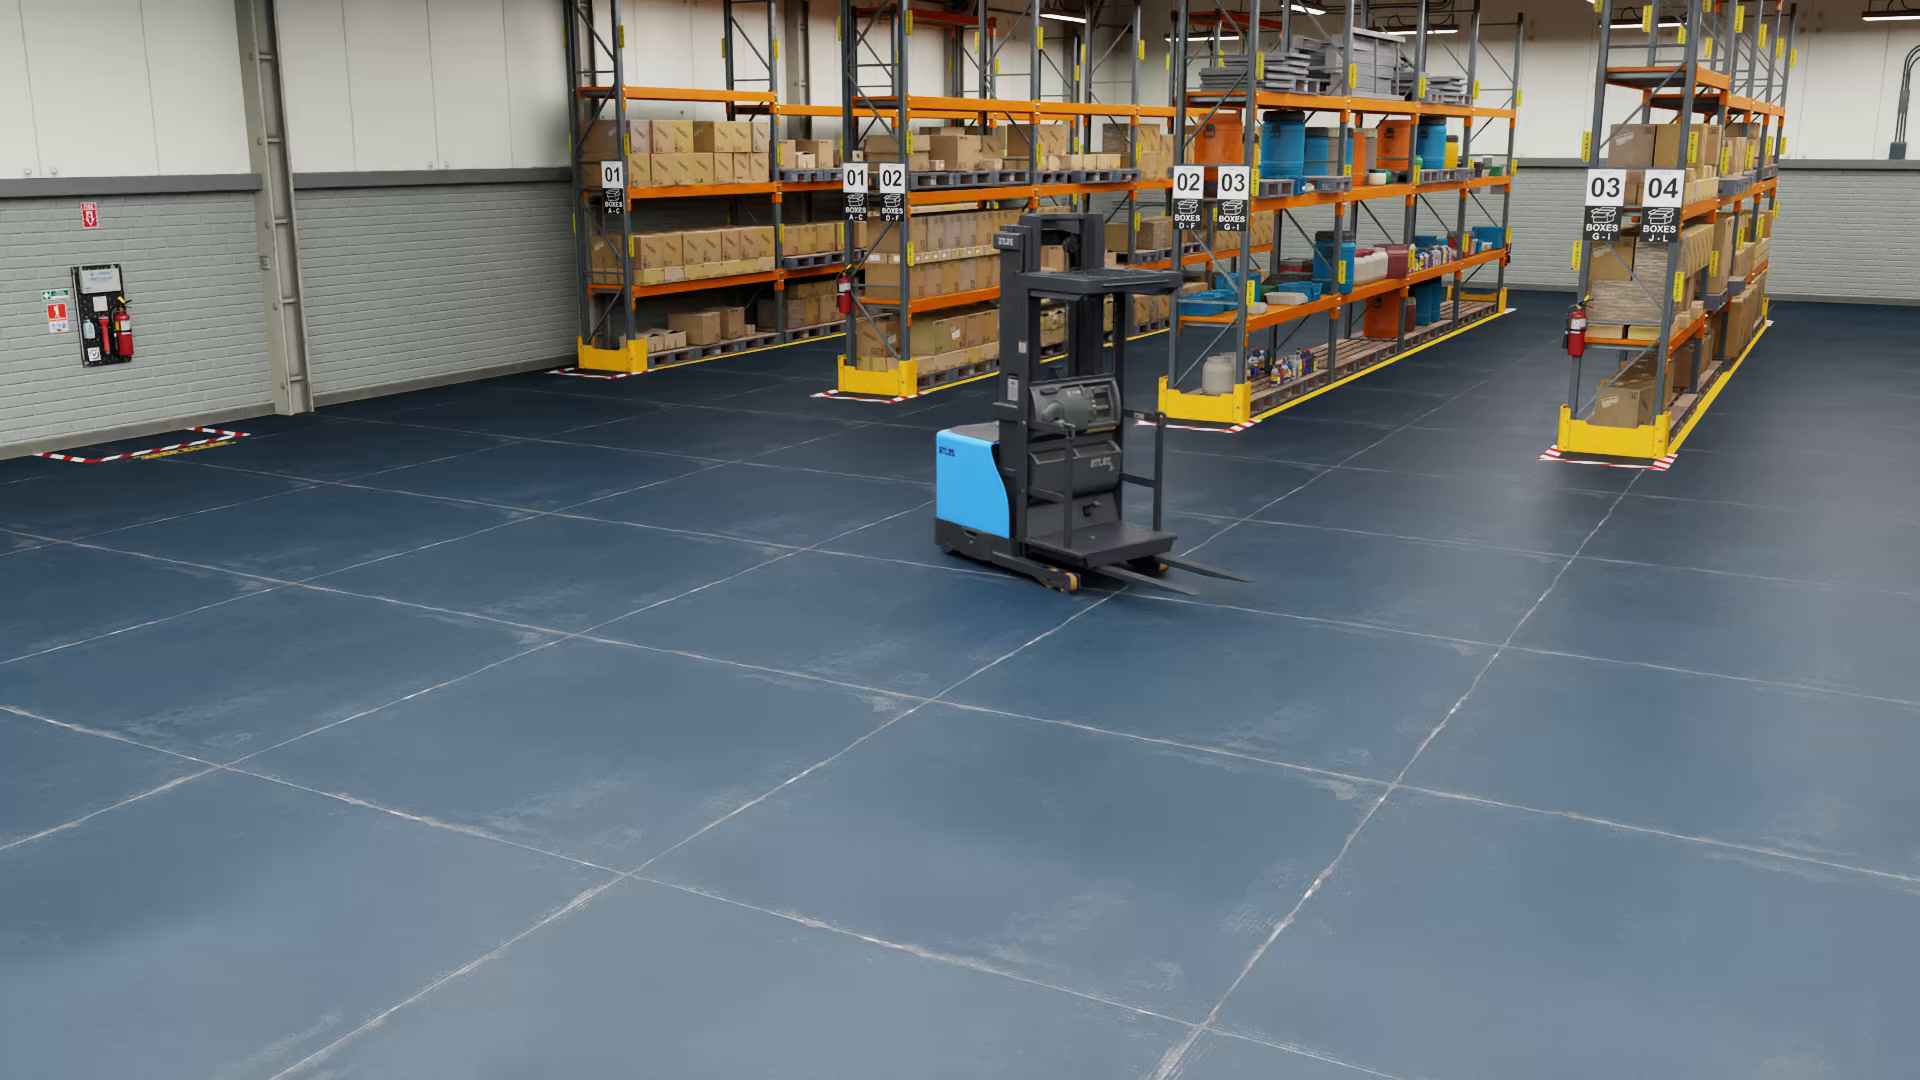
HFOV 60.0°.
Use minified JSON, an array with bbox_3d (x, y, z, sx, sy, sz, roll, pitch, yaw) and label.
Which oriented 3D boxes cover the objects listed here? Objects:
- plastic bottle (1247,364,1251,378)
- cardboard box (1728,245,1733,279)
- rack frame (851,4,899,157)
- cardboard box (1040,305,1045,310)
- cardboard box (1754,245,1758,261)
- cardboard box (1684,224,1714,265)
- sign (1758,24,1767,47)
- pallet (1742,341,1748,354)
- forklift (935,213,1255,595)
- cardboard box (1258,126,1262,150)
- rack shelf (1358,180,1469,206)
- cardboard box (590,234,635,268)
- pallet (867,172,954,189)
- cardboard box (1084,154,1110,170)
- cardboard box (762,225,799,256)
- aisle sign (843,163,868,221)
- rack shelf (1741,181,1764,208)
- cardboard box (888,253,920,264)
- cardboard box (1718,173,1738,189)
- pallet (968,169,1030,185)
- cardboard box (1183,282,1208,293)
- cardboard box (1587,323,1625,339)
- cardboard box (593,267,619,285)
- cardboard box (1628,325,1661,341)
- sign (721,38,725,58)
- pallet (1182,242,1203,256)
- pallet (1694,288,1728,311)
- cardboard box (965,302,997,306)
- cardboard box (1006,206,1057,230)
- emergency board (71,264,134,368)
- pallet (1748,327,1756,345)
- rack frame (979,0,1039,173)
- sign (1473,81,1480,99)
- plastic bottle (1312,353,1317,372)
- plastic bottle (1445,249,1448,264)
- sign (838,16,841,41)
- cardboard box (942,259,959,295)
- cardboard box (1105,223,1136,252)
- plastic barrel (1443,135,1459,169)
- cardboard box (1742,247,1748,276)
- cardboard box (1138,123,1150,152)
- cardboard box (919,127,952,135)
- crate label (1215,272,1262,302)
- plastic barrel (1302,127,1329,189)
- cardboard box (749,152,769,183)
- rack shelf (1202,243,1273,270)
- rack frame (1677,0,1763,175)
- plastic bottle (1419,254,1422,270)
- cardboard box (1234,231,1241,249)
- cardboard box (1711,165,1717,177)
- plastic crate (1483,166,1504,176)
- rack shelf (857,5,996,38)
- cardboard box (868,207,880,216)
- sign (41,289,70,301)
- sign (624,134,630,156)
[{"bbox_3d":[4.084,-2.404,23.638,0.097,0.201,0.097,0,14,0],"label":"plastic bottle"},{"bbox_3d":[10.958,-4.109,24.569,0.700,0.500,0.500,10,17,36],"label":"cardboard box"},{"bbox_3d":[-1.642,-8.698,31.910,1.000,3.000,0.127,7,15,28],"label":"rack frame"},{"bbox_3d":[1.197,-3.865,28.441,0.500,0.311,0.500,7,15,28],"label":"cardboard box"},{"bbox_3d":[13.757,-5.057,29.293,0.500,0.250,0.500,7,15,27],"label":"cardboard box"},{"bbox_3d":[9.456,-3.833,21.550,0.500,0.500,0.500,7,15,28],"label":"cardboard box"},{"bbox_3d":[11.846,-7.447,24.561,0.100,0.325,0.005,7,15,28],"label":"sign"},{"bbox_3d":[12.993,-3.396,28.669,1.003,0.211,1.213,7,15,28],"label":"pallet"},{"bbox_3d":[1.081,-1.128,13.459,1.130,2.935,3.031,-10,17,-37],"label":"forklift"},{"bbox_3d":[6.330,-8.748,36.171,0.700,0.500,0.500,7,15,28],"label":"cardboard box"},{"bbox_3d":[7.998,-6.178,29.392,1.077,0.370,4.000,7,15,28],"label":"rack shelf"},{"bbox_3d":[-5.467,-4.562,26.234,0.500,0.500,0.500,7,15,27],"label":"cardboard box"},{"bbox_3d":[-0.806,-5.137,23.729,1.003,0.211,1.213,7,15,28],"label":"pallet"},{"bbox_3d":[2.289,-6.601,29.038,0.500,0.250,0.500,8,16,30],"label":"cardboard box"},{"bbox_3d":[-3.299,-5.324,29.563,0.700,0.500,0.500,7,15,28],"label":"cardboard box"},{"bbox_3d":[-1.460,-4.863,23.258,0.394,0.787,0.004,7,15,28],"label":"aisle sign"},{"bbox_3d":[12.334,-5.616,27.065,1.077,0.370,4.000,7,15,28],"label":"rack shelf"},{"bbox_3d":[-0.792,-3.999,23.626,0.380,0.149,0.250,7,15,28],"label":"cardboard box"},{"bbox_3d":[10.878,-5.152,23.921,0.500,0.250,0.500,8,16,30],"label":"cardboard box"},{"bbox_3d":[0.373,-5.637,25.805,1.003,0.211,1.213,7,15,28],"label":"pallet"},{"bbox_3d":[4.643,-4.906,33.379,0.500,0.500,0.500,7,15,28],"label":"cardboard box"},{"bbox_3d":[7.456,-2.416,19.191,0.380,0.149,0.250,7,15,28],"label":"cardboard box"},{"bbox_3d":[-5.453,-4.195,26.310,0.500,0.250,0.500,8,16,29],"label":"cardboard box"},{"bbox_3d":[7.846,-2.366,18.982,0.380,0.149,0.250,7,15,28],"label":"cardboard box"},{"bbox_3d":[-4.064,-8.470,28.634,0.100,0.325,0.005,7,15,28],"label":"sign"},{"bbox_3d":[4.149,-5.796,33.086,1.003,0.211,1.213,7,15,28],"label":"pallet"},{"bbox_3d":[9.930,-3.324,22.830,1.003,0.211,1.213,7,15,28],"label":"pallet"},{"bbox_3d":[0.265,-3.572,26.822,0.500,0.500,0.500,7,15,28],"label":"cardboard box"},{"bbox_3d":[1.646,-7.312,38.323,0.980,0.700,0.700,7,15,28],"label":"cardboard box"},{"bbox_3d":[-10.056,-2.648,19.617,0.194,1.169,0.643,7,15,28],"label":"emergency board"},{"bbox_3d":[13.737,-3.710,29.971,1.003,0.211,1.213,7,15,28],"label":"pallet"},{"bbox_3d":[0.763,-7.317,26.181,1.000,3.000,0.127,7,15,28],"label":"rack frame"},{"bbox_3d":[9.445,-8.232,30.423,0.100,0.325,0.005,7,15,28],"label":"sign"},{"bbox_3d":[5.154,-2.595,24.256,0.061,0.283,0.133,8,16,31],"label":"plastic bottle"},{"bbox_3d":[8.880,-5.227,30.578,0.152,0.276,0.135,7,15,28],"label":"plastic bottle"},{"bbox_3d":[-1.639,-7.053,22.926,0.100,0.325,0.005,7,15,28],"label":"sign"},{"bbox_3d":[-0.439,-3.932,24.729,0.700,0.500,0.500,7,15,28],"label":"cardboard box"},{"bbox_3d":[2.902,-5.615,30.817,0.700,0.500,0.500,2,14,9],"label":"cardboard box"},{"bbox_3d":[8.701,-7.023,30.067,0.600,0.588,0.600,0,14,0],"label":"plastic barrel"},{"bbox_3d":[12.575,-4.529,27.206,0.500,0.500,0.500,7,15,28],"label":"cardboard box"},{"bbox_3d":[3.160,-7.407,30.610,0.500,0.500,0.500,7,15,28],"label":"cardboard box"},{"bbox_3d":[-0.502,-8.406,34.351,0.500,0.250,0.500,7,15,26],"label":"cardboard box"},{"bbox_3d":[3.817,-3.443,22.839,0.502,0.435,0.616,7,15,28],"label":"crate label"},{"bbox_3d":[5.153,-5.669,24.678,0.600,0.901,0.708,7,15,28],"label":"plastic barrel"},{"bbox_3d":[-3.604,-6.345,28.296,0.500,0.500,0.500,8,16,30],"label":"cardboard box"},{"bbox_3d":[5.597,-6.102,35.479,1.077,0.370,4.000,7,15,28],"label":"rack shelf"},{"bbox_3d":[11.367,-7.014,24.927,1.000,3.000,0.127,7,15,28],"label":"rack frame"},{"bbox_3d":[8.003,-4.839,28.978,0.097,0.271,0.097,0,14,0],"label":"plastic bottle"},{"bbox_3d":[5.604,-6.371,34.849,0.500,0.500,0.500,7,15,28],"label":"cardboard box"},{"bbox_3d":[9.529,-4.757,21.433,0.380,0.149,0.250,8,16,30],"label":"cardboard box"},{"bbox_3d":[10.672,-7.421,33.465,0.450,0.188,0.336,7,15,28],"label":"plastic crate"},{"bbox_3d":[-0.675,-10.374,33.307,1.077,0.370,4.000,7,15,28],"label":"rack shelf"},{"bbox_3d":[-1.649,-6.471,32.984,0.500,0.250,0.500,8,16,30],"label":"cardboard box"},{"bbox_3d":[-10.404,-2.821,19.128,0.001,0.109,0.331,7,15,28],"label":"sign"},{"bbox_3d":[-5.034,-5.962,25.097,0.100,0.325,0.005,7,15,28],"label":"sign"}]
